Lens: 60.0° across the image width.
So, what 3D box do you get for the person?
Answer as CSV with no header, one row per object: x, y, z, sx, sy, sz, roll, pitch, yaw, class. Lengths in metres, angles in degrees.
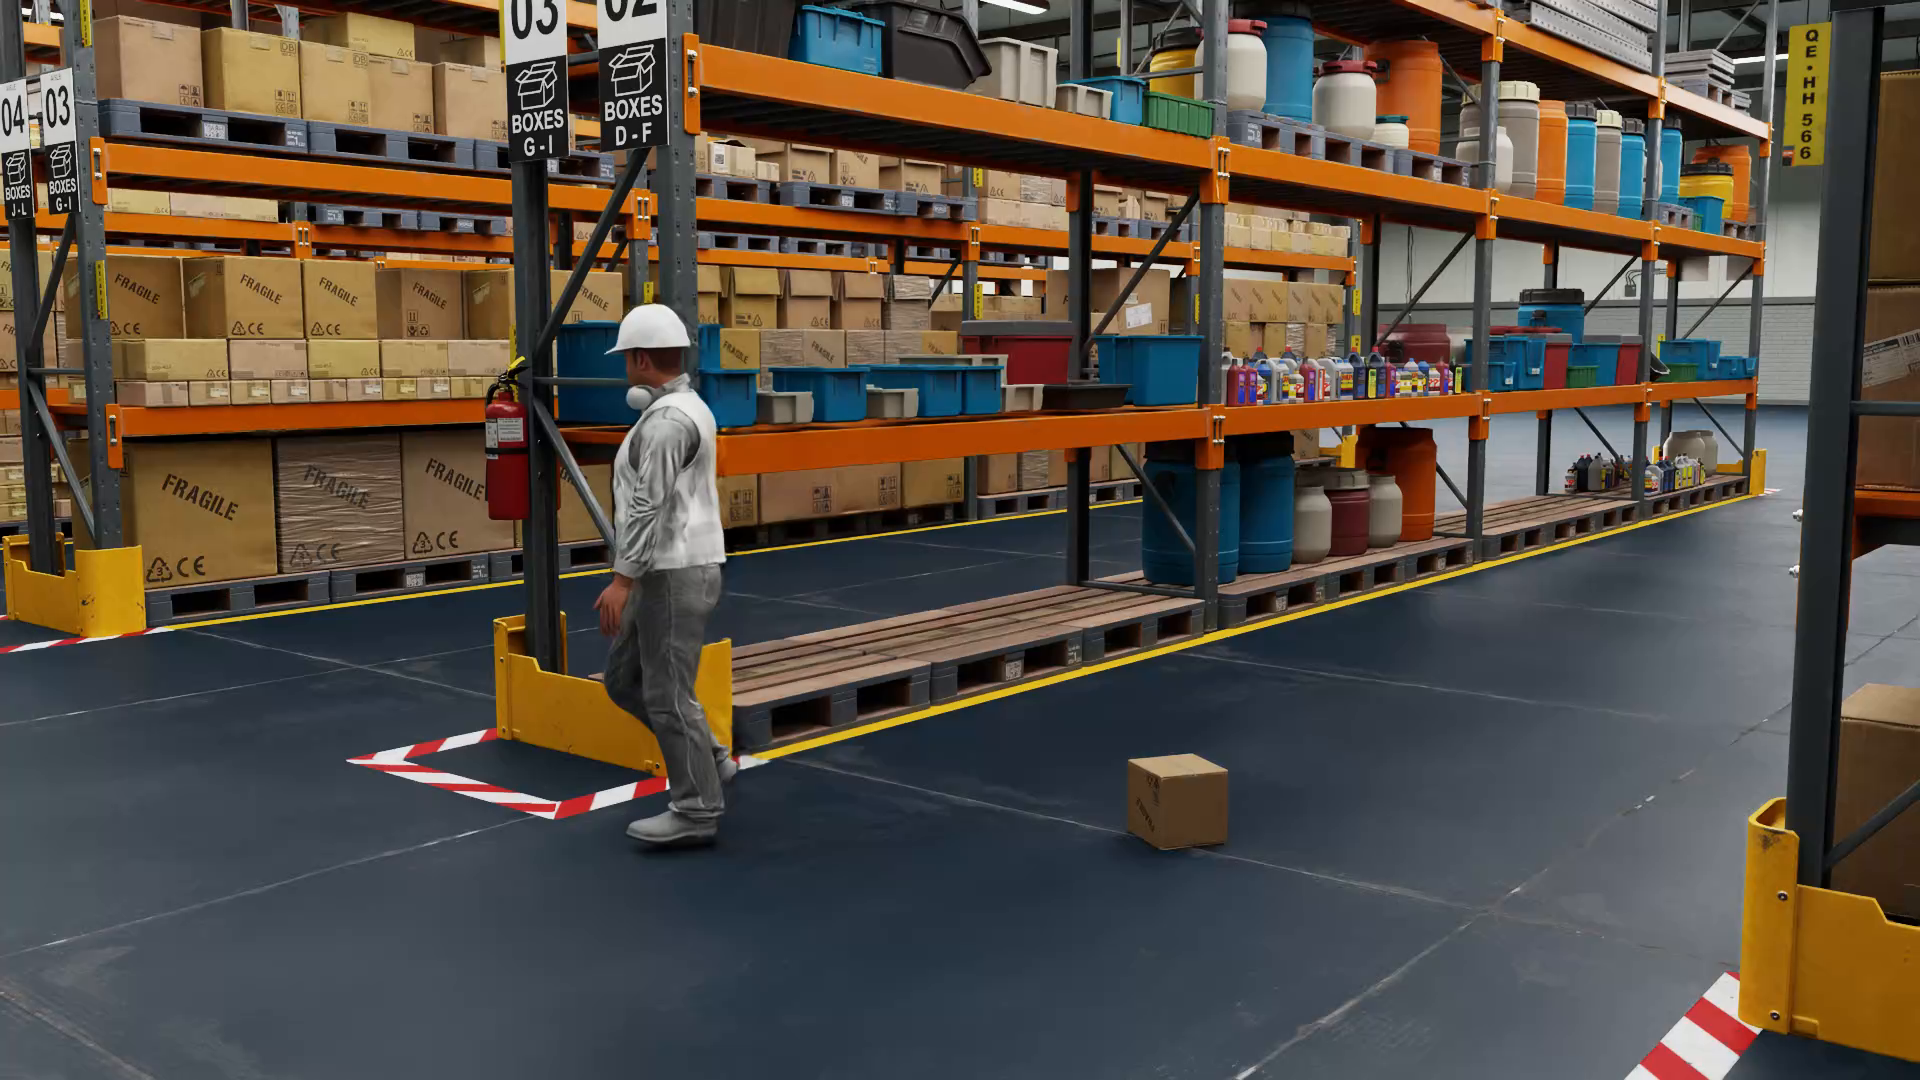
-0.970,0.116,5.522,0.457,1.781,0.578,-1,7,-7,person
